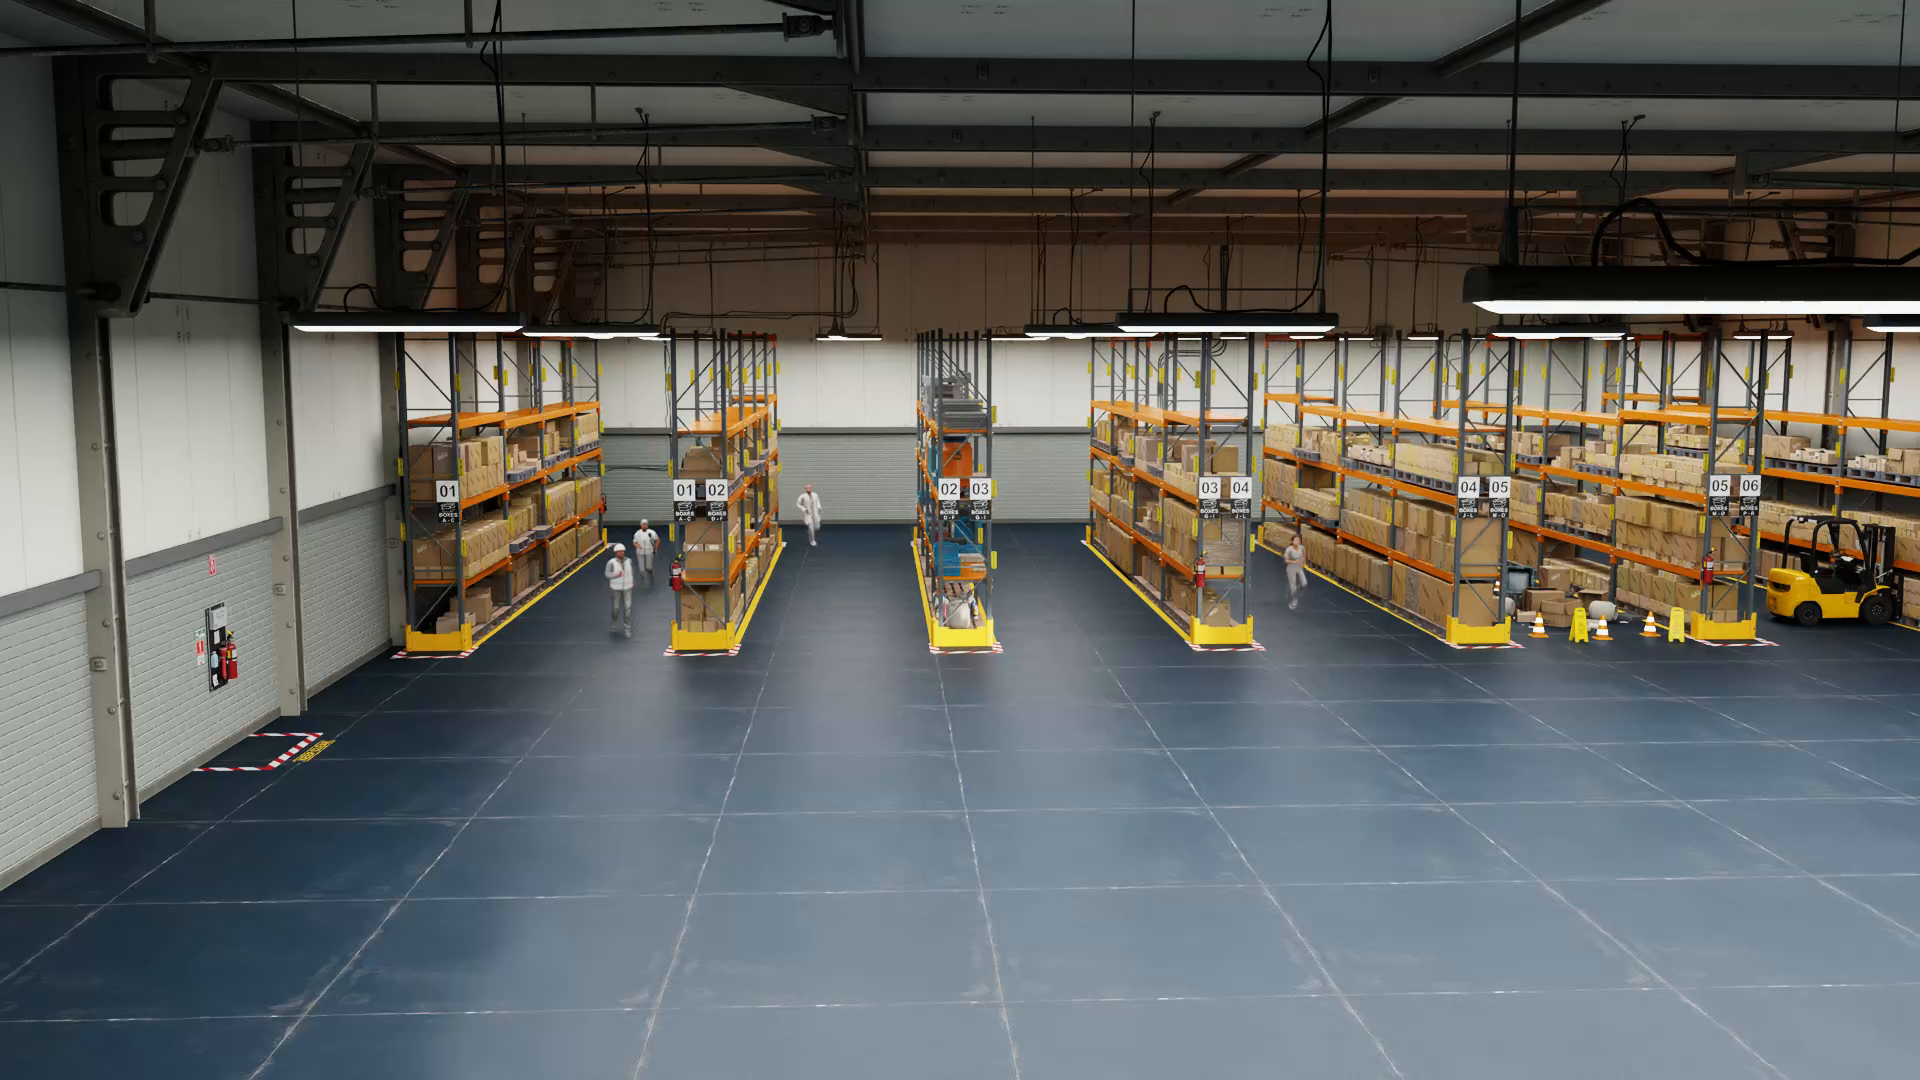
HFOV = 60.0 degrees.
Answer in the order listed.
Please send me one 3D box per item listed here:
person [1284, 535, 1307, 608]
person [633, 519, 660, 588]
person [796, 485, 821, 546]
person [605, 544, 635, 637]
[{"bbox_3d":[7.241,0.682,35.813,0.599,1.618,0.735,-2,7,-16],"label":"person"},{"bbox_3d":[-7.350,0.339,38.878,0.592,1.618,0.577,0,7,-1],"label":"person"},{"bbox_3d":[-4.309,-0.673,47.412,0.738,1.651,0.599,-4,8,-32],"label":"person"},{"bbox_3d":[-6.697,0.963,32.789,0.635,1.804,0.907,-3,7,-24],"label":"person"}]
